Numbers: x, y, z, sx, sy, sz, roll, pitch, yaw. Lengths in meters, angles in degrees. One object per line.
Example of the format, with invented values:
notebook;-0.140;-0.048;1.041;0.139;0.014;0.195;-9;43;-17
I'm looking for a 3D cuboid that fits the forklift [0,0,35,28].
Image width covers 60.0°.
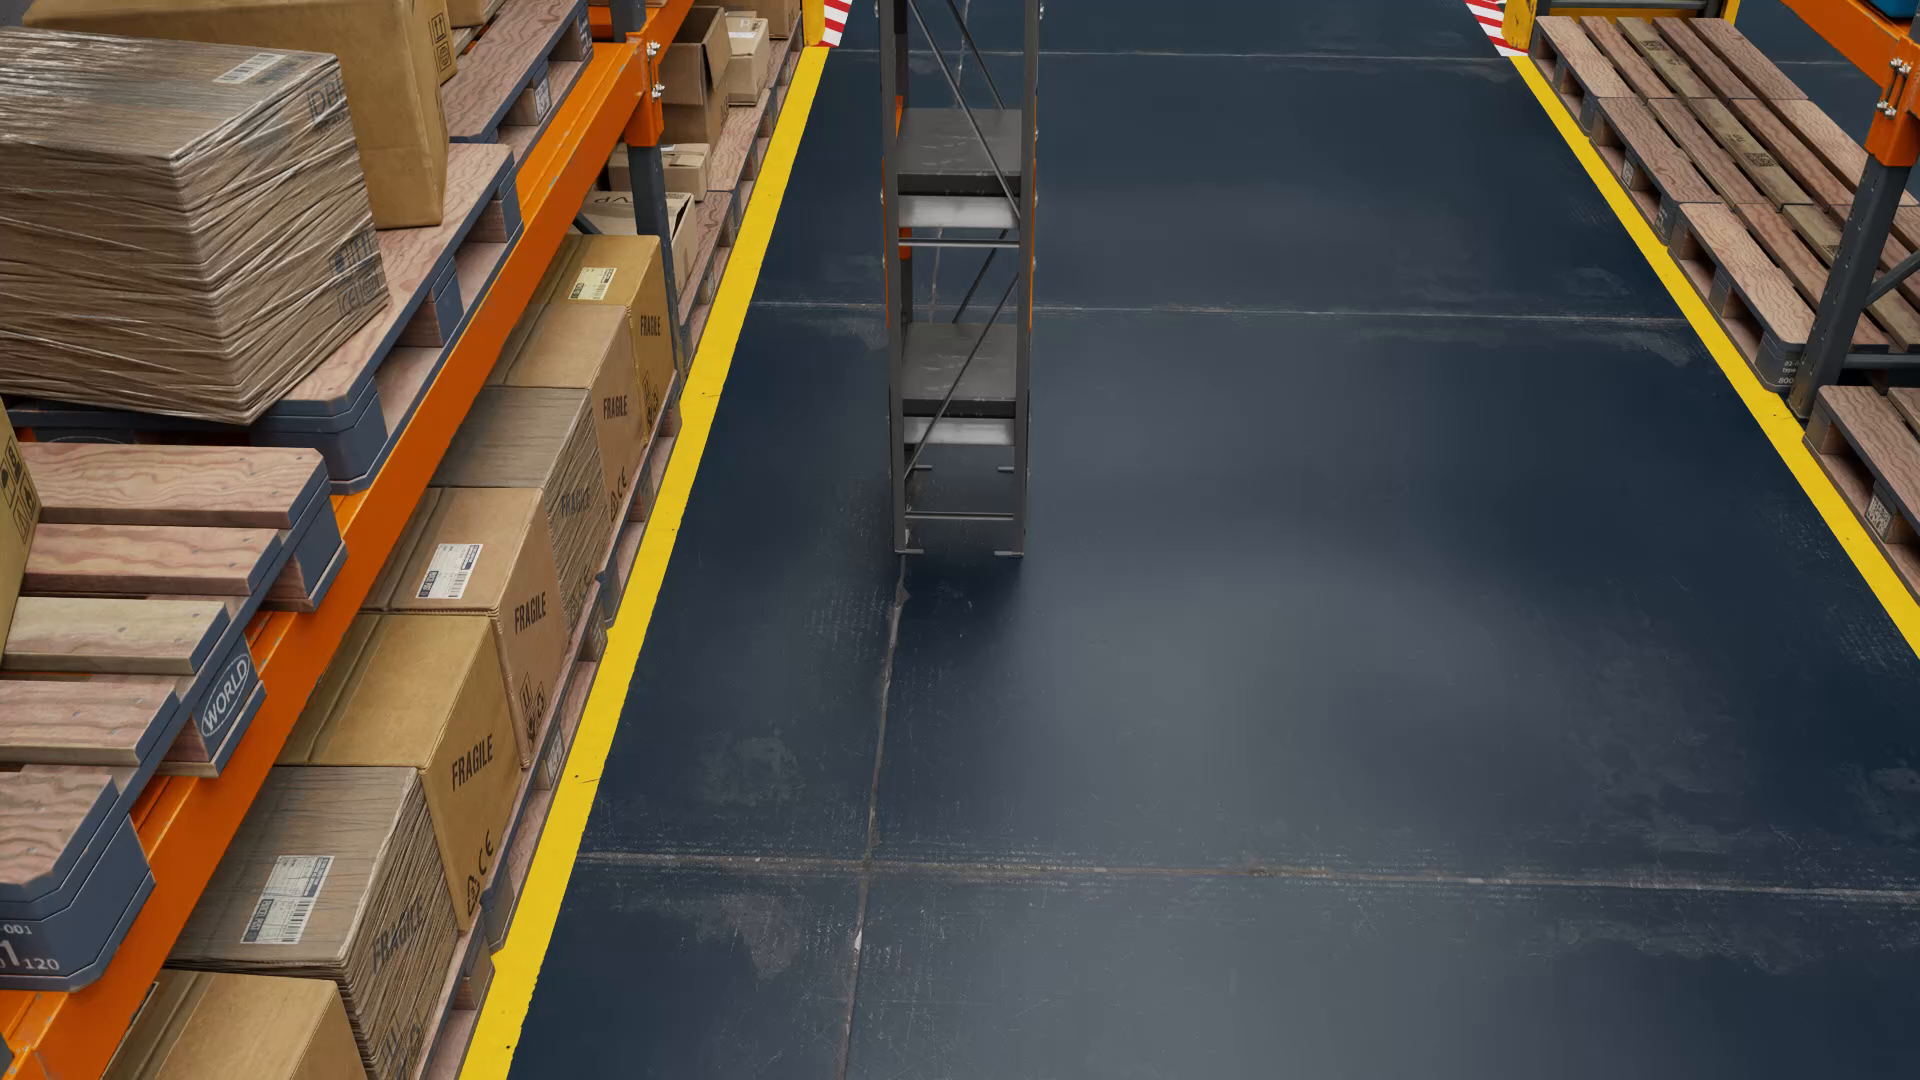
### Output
forklift;-3.880;-1.592;4.967;1.130;2.935;3.031;7;36;10

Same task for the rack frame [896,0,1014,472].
rack frame;0.016;-1.094;4.981;0.400;2.100;0.015;1;35;2

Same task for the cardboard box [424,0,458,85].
cardboard box;-1.708;-1.333;4.086;0.700;0.500;0.500;7;36;9

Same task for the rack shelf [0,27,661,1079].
rack shelf;-1.582;-0.341;3.752;1.077;0.370;4.000;1;35;2

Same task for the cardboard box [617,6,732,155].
cardboard box;-1.431;-2.022;7.307;0.797;0.503;0.637;1;35;2

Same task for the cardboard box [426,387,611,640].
cardboard box;-1.284;-0.079;4.545;0.500;0.500;0.500;2;35;2

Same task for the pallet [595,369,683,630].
pallet;-1.496;-0.175;5.315;1.003;0.211;1.213;1;35;2

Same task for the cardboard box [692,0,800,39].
cardboard box;-1.117;-2.921;8.589;0.500;0.500;0.500;1;35;2

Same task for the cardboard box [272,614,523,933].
cardboard box;-1.318;0.513;3.703;0.500;0.500;0.500;1;35;1

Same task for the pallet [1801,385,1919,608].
pallet;3.375;-0.084;5.186;1.003;0.211;1.213;1;35;2

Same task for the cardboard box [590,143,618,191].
cardboard box;-1.732;-1.629;6.915;0.500;0.311;0.500;1;35;2

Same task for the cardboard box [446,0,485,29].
cardboard box;-1.744;-1.730;4.650;0.700;0.500;0.500;-10;36;-14

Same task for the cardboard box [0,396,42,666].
cardboard box;-1.750;-0.063;2.279;0.700;0.500;0.500;-10;36;-14

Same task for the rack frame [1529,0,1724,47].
rack frame;3.608;-3.966;8.284;1.000;3.000;0.127;1;35;2

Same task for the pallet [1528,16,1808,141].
pallet;3.536;-2.352;8.413;1.003;0.211;1.213;1;35;2

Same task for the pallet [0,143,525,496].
pallet;-1.589;-0.525;3.555;1.003;0.211;1.213;1;35;2

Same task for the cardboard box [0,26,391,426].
cardboard box;-1.522;-0.584;3.020;0.700;0.500;0.500;8;36;11

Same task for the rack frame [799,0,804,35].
rack frame;-1.341;-4.082;8.450;1.000;3.000;0.127;1;35;2

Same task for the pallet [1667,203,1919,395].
pallet;3.438;-0.950;6.418;1.003;0.211;1.213;1;35;2

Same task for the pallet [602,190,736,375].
pallet;-1.473;-1.038;6.543;1.003;0.211;1.213;1;35;2

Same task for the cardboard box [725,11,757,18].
cardboard box;-1.223;-2.554;8.357;0.380;0.166;0.250;1;35;2

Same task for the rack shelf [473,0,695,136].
rack shelf;-1.421;-2.639;7.022;1.077;0.370;4.000;1;35;2

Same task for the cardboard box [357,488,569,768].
cardboard box;-1.302;0.213;4.130;0.500;0.500;0.500;0;35;0

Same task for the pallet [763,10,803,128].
pallet;-1.375;-2.439;8.538;1.003;0.211;1.213;1;35;2

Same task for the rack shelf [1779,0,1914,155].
rack shelf;3.528;-2.522;6.856;1.077;0.370;4.000;1;35;2

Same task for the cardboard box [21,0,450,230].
cardboard box;-1.511;-0.980;3.584;0.700;0.500;0.500;-7;36;-10

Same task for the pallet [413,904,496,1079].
pallet;-1.594;1.227;3.321;1.003;0.211;1.213;1;35;2

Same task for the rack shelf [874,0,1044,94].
rack shelf;0.007;-1.516;4.387;0.431;0.518;0.480;1;35;2

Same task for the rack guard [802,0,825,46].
rack guard;-1.344;-3.016;9.106;1.175;0.500;0.348;1;35;2

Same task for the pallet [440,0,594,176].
pallet;-1.643;-1.249;4.585;1.003;0.211;1.213;1;35;2

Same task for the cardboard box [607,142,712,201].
cardboard box;-1.244;-1.538;6.911;0.380;0.166;0.250;1;35;2

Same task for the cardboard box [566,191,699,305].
cardboard box;-1.269;-1.100;6.162;0.500;0.311;0.500;1;35;2

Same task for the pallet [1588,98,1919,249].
pallet;3.485;-1.653;7.418;1.003;0.211;1.213;1;35;2

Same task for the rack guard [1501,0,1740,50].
rack guard;3.596;-2.957;9.023;1.175;0.500;0.348;1;35;2

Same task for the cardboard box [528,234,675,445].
cardboard box;-1.235;-0.651;5.359;0.500;0.500;0.500;1;35;2

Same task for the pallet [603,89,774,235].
pallet;-1.427;-1.740;7.543;1.003;0.211;1.213;1;35;2

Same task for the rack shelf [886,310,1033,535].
rack shelf;0.007;-0.370;5.192;0.431;0.518;0.480;1;35;2

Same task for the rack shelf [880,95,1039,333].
rack shelf;0.007;-0.943;4.789;0.431;0.518;0.480;1;35;2

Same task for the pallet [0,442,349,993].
pallet;-1.705;0.202;2.521;1.213;0.211;1.003;1;35;2

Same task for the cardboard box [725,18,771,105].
cardboard box;-1.185;-2.274;7.886;0.500;0.250;0.500;1;35;2

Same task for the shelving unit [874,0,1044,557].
shelving unit;0.007;-0.954;4.782;0.431;2.100;0.503;1;35;2

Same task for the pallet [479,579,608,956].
pallet;-1.543;0.528;4.315;1.003;0.211;1.213;1;35;2

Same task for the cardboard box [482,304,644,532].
cardboard box;-1.263;-0.367;4.955;0.500;0.500;0.500;1;35;2

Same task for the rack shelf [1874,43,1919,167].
rack shelf;3.367;-0.224;3.586;1.077;0.370;4.000;1;35;2

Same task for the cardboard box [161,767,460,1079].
cardboard box;-1.343;0.801;3.293;0.500;0.500;0.500;0;35;0

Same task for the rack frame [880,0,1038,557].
rack frame;-0.003;-0.814;4.582;0.400;2.100;0.015;1;35;2

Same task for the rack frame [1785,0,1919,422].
rack frame;3.448;-1.667;5.014;1.000;3.000;0.127;1;35;2

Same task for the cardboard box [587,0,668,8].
cardboard box;-1.209;-2.111;5.559;0.500;0.500;0.500;2;35;3

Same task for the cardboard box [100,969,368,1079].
cardboard box;-1.358;1.102;2.865;0.500;0.500;0.500;3;35;4

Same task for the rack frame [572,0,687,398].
rack frame;-1.502;-1.784;5.180;1.000;3.000;0.127;1;35;2

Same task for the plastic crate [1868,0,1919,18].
plastic crate;3.126;-1.962;5.394;0.392;0.384;0.575;1;35;2
